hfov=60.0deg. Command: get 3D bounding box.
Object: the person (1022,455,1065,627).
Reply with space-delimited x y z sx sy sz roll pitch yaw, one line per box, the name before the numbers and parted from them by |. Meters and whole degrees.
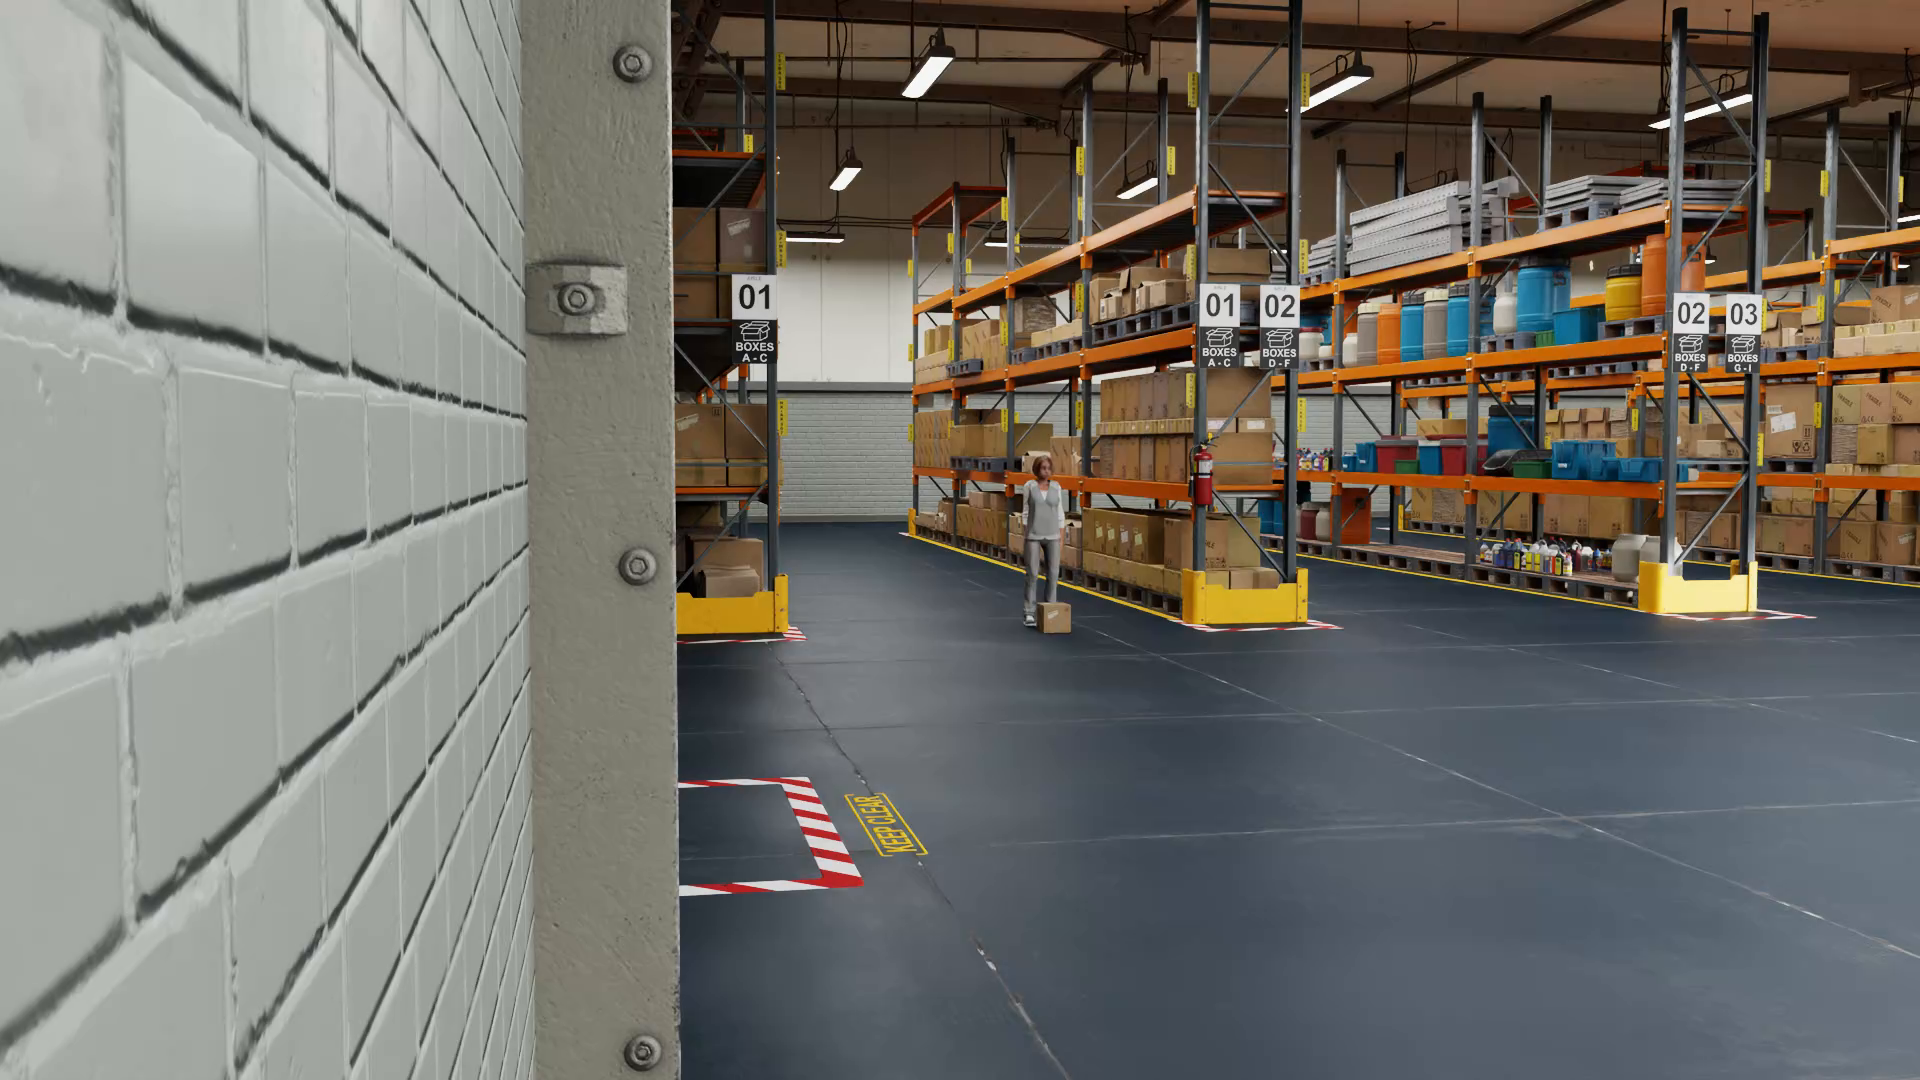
person | 0.781 0.009 15.478 0.406 1.592 0.302 -1 3 -10
